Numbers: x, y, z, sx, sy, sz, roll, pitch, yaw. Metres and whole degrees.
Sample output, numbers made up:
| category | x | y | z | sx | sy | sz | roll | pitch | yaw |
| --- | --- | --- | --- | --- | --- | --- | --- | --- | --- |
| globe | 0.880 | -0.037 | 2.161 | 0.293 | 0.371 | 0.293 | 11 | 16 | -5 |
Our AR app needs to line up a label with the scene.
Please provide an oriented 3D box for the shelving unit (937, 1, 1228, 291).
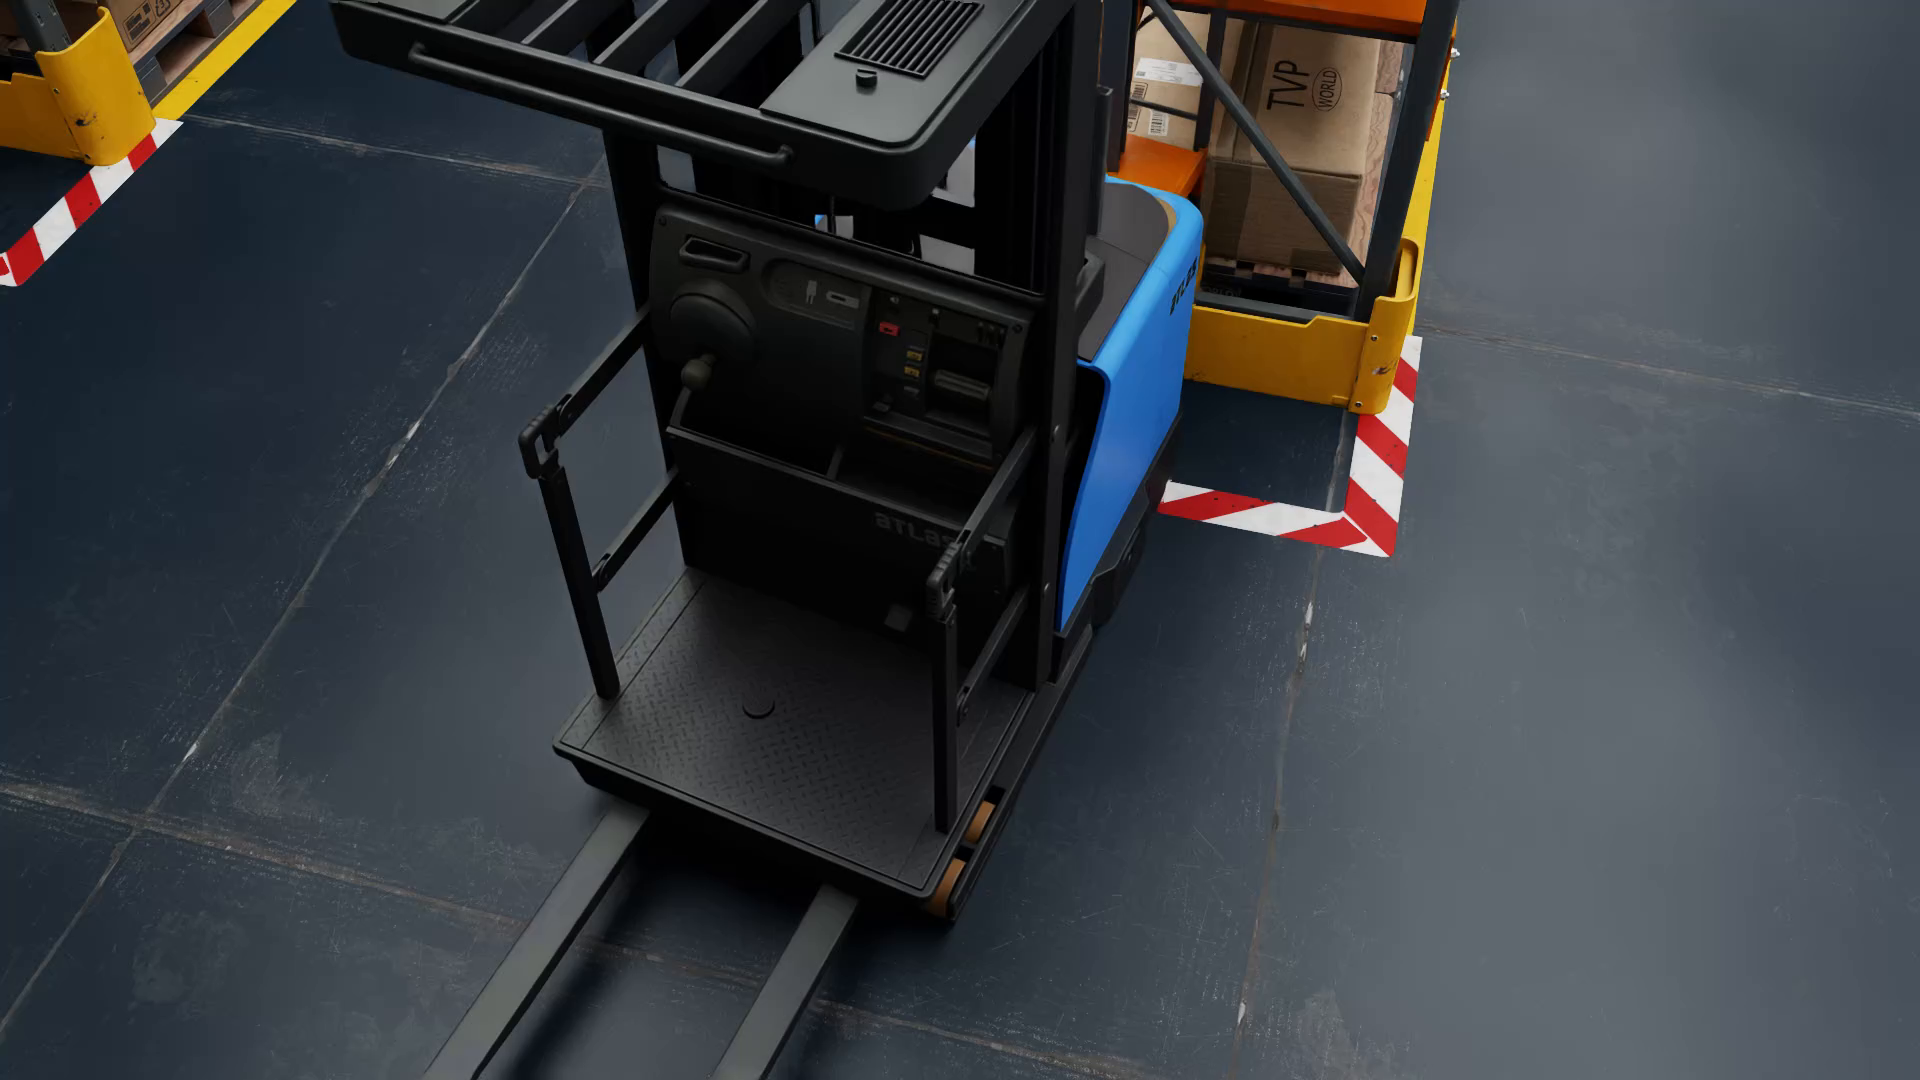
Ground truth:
| category | x | y | z | sx | sy | sz | roll | pitch | yaw |
| --- | --- | --- | --- | --- | --- | --- | --- | --- | --- |
| shelving unit | 0.361 | -1.066 | 5.112 | 0.587 | 1.500 | 1.083 | 20 | 52 | 16 |

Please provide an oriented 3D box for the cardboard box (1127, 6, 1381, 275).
| category | x | y | z | sx | sy | sz | roll | pitch | yaw |
| --- | --- | --- | --- | --- | --- | --- | --- | --- | --- |
| cardboard box | 0.999 | -1.449 | 5.957 | 0.875 | 0.438 | 0.875 | 10 | 49 | 9 |

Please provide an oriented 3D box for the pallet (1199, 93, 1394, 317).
| category | x | y | z | sx | sy | sz | roll | pitch | yaw |
| --- | --- | --- | --- | --- | --- | --- | --- | --- | --- |
| pallet | 1.057 | -1.331 | 6.284 | 1.003 | 0.211 | 1.213 | 12 | 50 | 10 |

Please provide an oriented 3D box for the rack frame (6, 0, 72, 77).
| category | x | y | z | sx | sy | sz | roll | pitch | yaw |
| --- | --- | --- | --- | --- | --- | --- | --- | --- | --- |
| rack frame | -3.868 | -2.637 | 5.577 | 1.000 | 3.000 | 0.127 | 12 | 50 | 10 |

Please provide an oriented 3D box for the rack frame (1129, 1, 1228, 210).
| category | x | y | z | sx | sy | sz | roll | pitch | yaw |
| --- | --- | --- | --- | --- | --- | --- | --- | --- | --- |
| rack frame | 0.580 | -1.423 | 5.416 | 0.500 | 1.500 | 0.032 | 20 | 52 | 16 |

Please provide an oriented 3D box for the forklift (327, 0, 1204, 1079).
| category | x | y | z | sx | sy | sz | roll | pitch | yaw |
| --- | --- | --- | --- | --- | --- | --- | --- | --- | --- |
| forklift | -0.374 | -0.359 | 3.612 | 1.130 | 2.935 | 3.031 | 19 | 51 | 16 |

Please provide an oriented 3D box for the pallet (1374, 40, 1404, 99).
| category | x | y | z | sx | sy | sz | roll | pitch | yaw |
| --- | --- | --- | --- | --- | --- | --- | --- | --- | --- |
| pallet | 1.380 | -2.211 | 7.061 | 1.003 | 0.211 | 1.213 | 12 | 50 | 10 |

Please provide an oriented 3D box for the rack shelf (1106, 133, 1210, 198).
| category | x | y | z | sx | sy | sz | roll | pitch | yaw |
| --- | --- | --- | --- | --- | --- | --- | --- | --- | --- |
| rack shelf | 0.364 | -0.956 | 5.255 | 0.538 | 0.185 | 1.000 | 20 | 52 | 16 |

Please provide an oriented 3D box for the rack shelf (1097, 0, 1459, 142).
| category | x | y | z | sx | sy | sz | roll | pitch | yaw |
| --- | --- | --- | --- | --- | --- | --- | --- | --- | --- |
| rack shelf | 1.448 | -2.869 | 6.261 | 1.077 | 0.370 | 4.000 | 12 | 50 | 10 |

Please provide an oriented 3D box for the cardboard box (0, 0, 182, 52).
| category | x | y | z | sx | sy | sz | roll | pitch | yaw |
| --- | --- | --- | --- | --- | --- | --- | --- | --- | --- |
| cardboard box | -3.615 | -2.374 | 6.729 | 0.797 | 0.503 | 0.637 | 10 | 49 | 9 |

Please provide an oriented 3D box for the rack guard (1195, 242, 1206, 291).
| category | x | y | z | sx | sy | sz | roll | pitch | yaw |
| --- | --- | --- | --- | --- | --- | --- | --- | --- | --- |
| rack guard | 0.569 | -1.005 | 5.881 | 0.587 | 0.250 | 0.087 | 20 | 52 | 16 |

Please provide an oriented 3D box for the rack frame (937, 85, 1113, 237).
| category | x | y | z | sx | sy | sz | roll | pitch | yaw |
| --- | --- | --- | --- | --- | --- | --- | --- | --- | --- |
| rack frame | 0.150 | -0.721 | 4.819 | 0.500 | 1.500 | 0.032 | 20 | 52 | 16 |

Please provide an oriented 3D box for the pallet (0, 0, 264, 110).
| category | x | y | z | sx | sy | sz | roll | pitch | yaw |
| --- | --- | --- | --- | --- | --- | --- | --- | --- | --- |
| pallet | -3.639 | -2.346 | 7.180 | 1.003 | 0.211 | 1.213 | 12 | 50 | 10 |

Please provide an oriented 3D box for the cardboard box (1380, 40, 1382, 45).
| category | x | y | z | sx | sy | sz | roll | pitch | yaw |
| --- | --- | --- | --- | --- | --- | --- | --- | --- | --- |
| cardboard box | 1.232 | -2.112 | 6.542 | 0.875 | 0.438 | 0.875 | 13 | 50 | 11 |

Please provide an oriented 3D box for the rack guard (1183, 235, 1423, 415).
| category | x | y | z | sx | sy | sz | roll | pitch | yaw |
| --- | --- | --- | --- | --- | --- | --- | --- | --- | --- |
| rack guard | 0.915 | -0.816 | 5.637 | 1.175 | 0.500 | 0.348 | 12 | 50 | 10 |

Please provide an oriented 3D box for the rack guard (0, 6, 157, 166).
| category | x | y | z | sx | sy | sz | roll | pitch | yaw |
| --- | --- | --- | --- | --- | --- | --- | --- | --- | --- |
| rack guard | -3.848 | -1.865 | 6.563 | 1.175 | 0.500 | 0.348 | 12 | 50 | 10 |

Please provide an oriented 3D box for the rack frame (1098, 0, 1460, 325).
| category | x | y | z | sx | sy | sz | roll | pitch | yaw |
| --- | --- | --- | --- | --- | --- | --- | --- | --- | --- |
| rack frame | 0.922 | -1.660 | 4.715 | 1.000 | 3.000 | 0.127 | 12 | 50 | 10 |
